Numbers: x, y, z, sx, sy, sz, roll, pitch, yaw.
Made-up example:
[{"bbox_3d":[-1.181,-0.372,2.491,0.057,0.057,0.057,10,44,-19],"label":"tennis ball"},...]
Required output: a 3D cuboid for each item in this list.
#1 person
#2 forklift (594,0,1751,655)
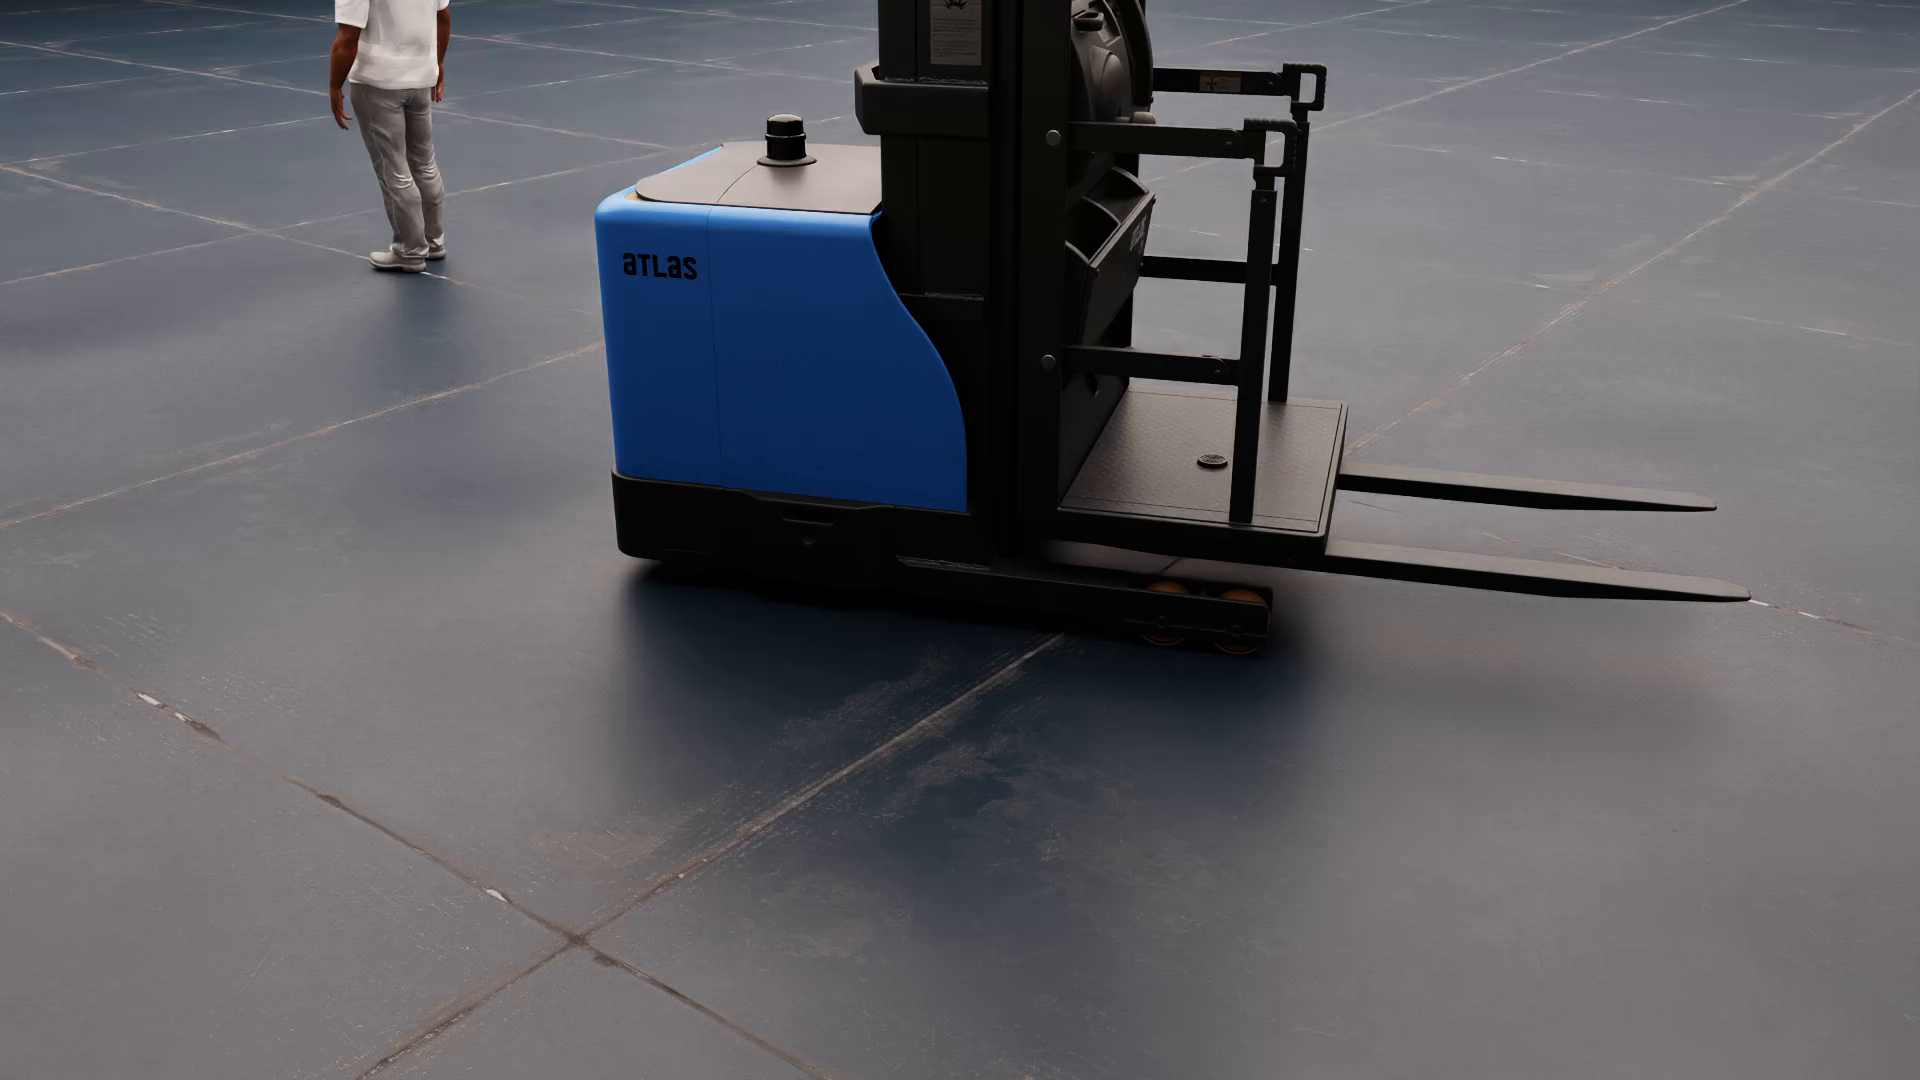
[{"bbox_3d":[-2.675,-2.130,7.688,0.578,1.765,0.666,13,27,28],"label":"person"},{"bbox_3d":[0.587,-1.281,4.284,3.031,2.935,1.130,6,24,14],"label":"forklift"}]
